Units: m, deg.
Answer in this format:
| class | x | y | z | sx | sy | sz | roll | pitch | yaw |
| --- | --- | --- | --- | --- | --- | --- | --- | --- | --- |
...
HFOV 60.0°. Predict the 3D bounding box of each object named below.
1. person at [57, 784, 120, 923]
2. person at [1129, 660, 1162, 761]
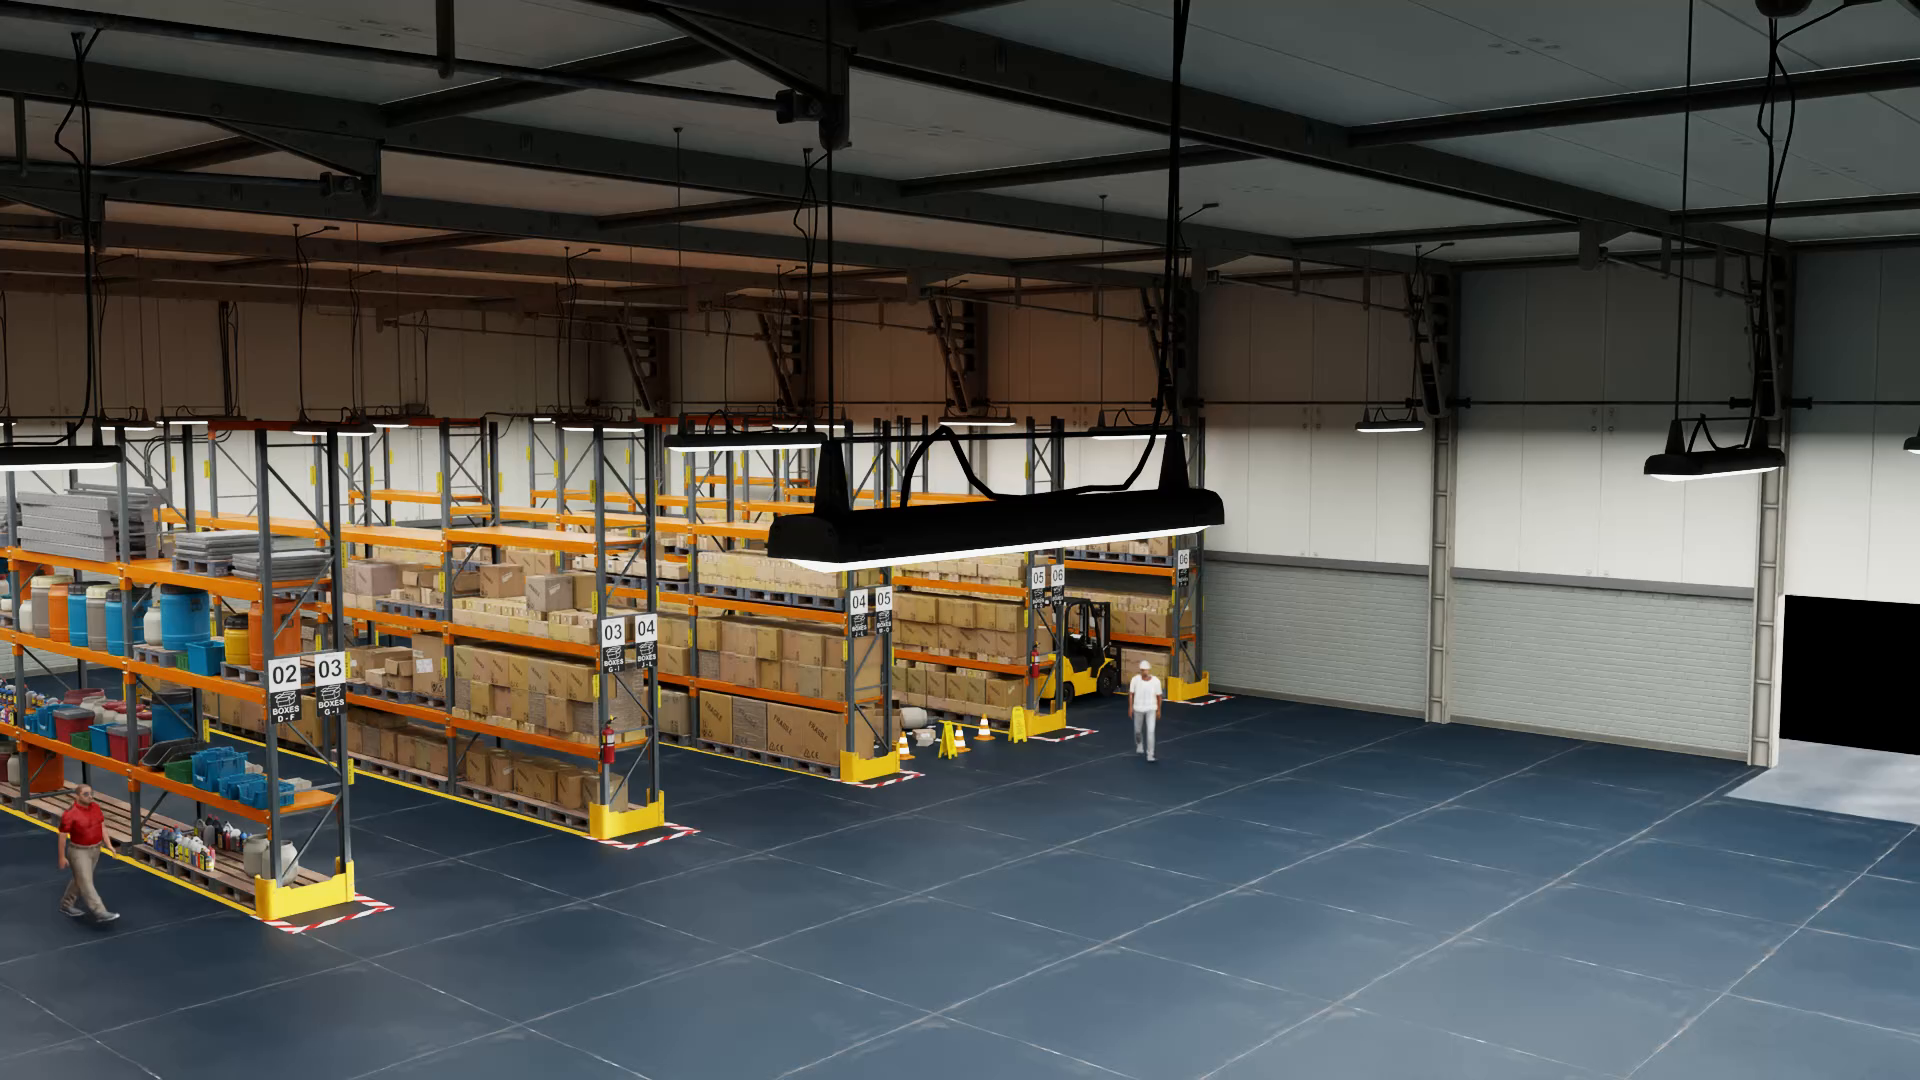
| class | x | y | z | sx | sy | sz | roll | pitch | yaw |
| --- | --- | --- | --- | --- | --- | --- | --- | --- | --- |
| person | -10.565 | 3.792 | 20.200 | 1.081 | 1.667 | 0.571 | 1 | 5 | 12 |
| person | 3.300 | 3.005 | 29.545 | 0.567 | 1.751 | 0.871 | 1 | 5 | 15 |
